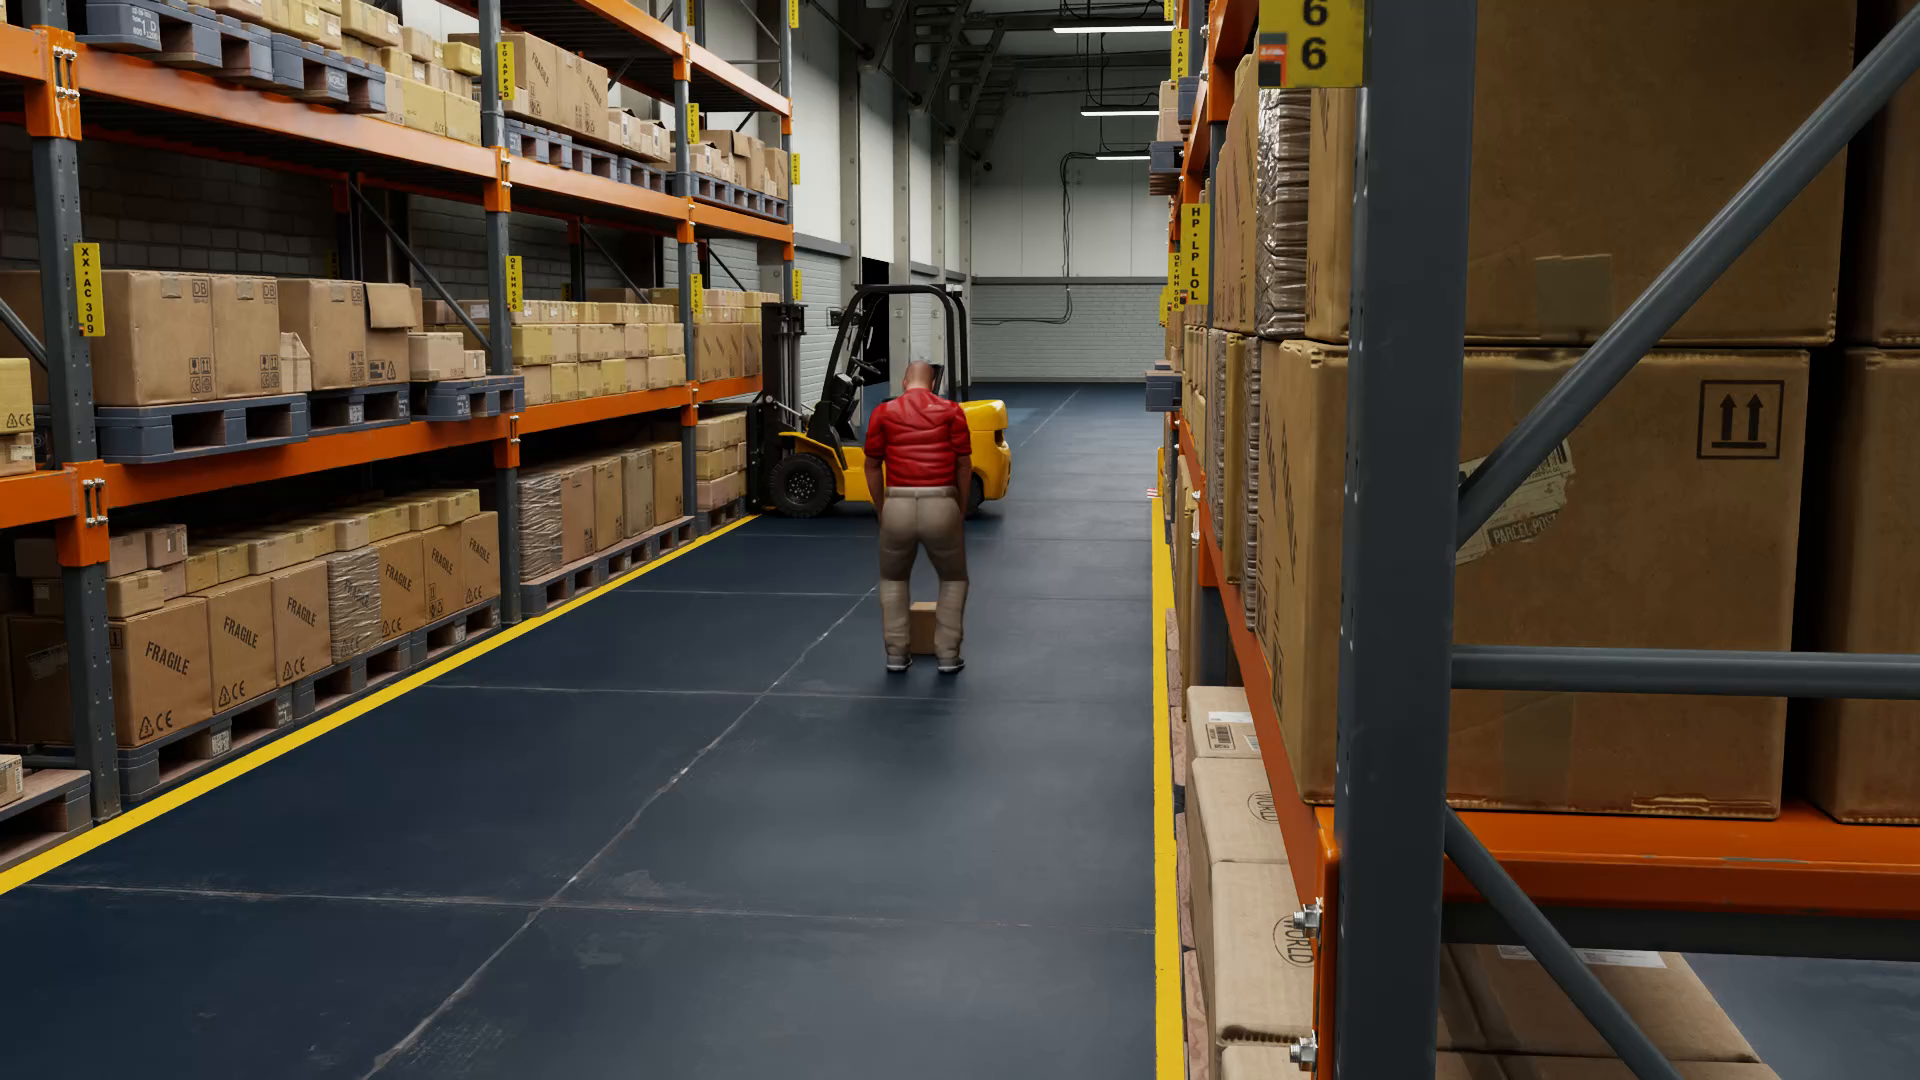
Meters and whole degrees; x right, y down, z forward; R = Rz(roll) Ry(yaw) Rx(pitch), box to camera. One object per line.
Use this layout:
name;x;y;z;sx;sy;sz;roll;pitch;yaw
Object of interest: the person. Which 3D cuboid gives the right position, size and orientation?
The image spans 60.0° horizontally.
person;-0.225;-0.118;8.709;0.571;1.620;0.503;1;8;7
